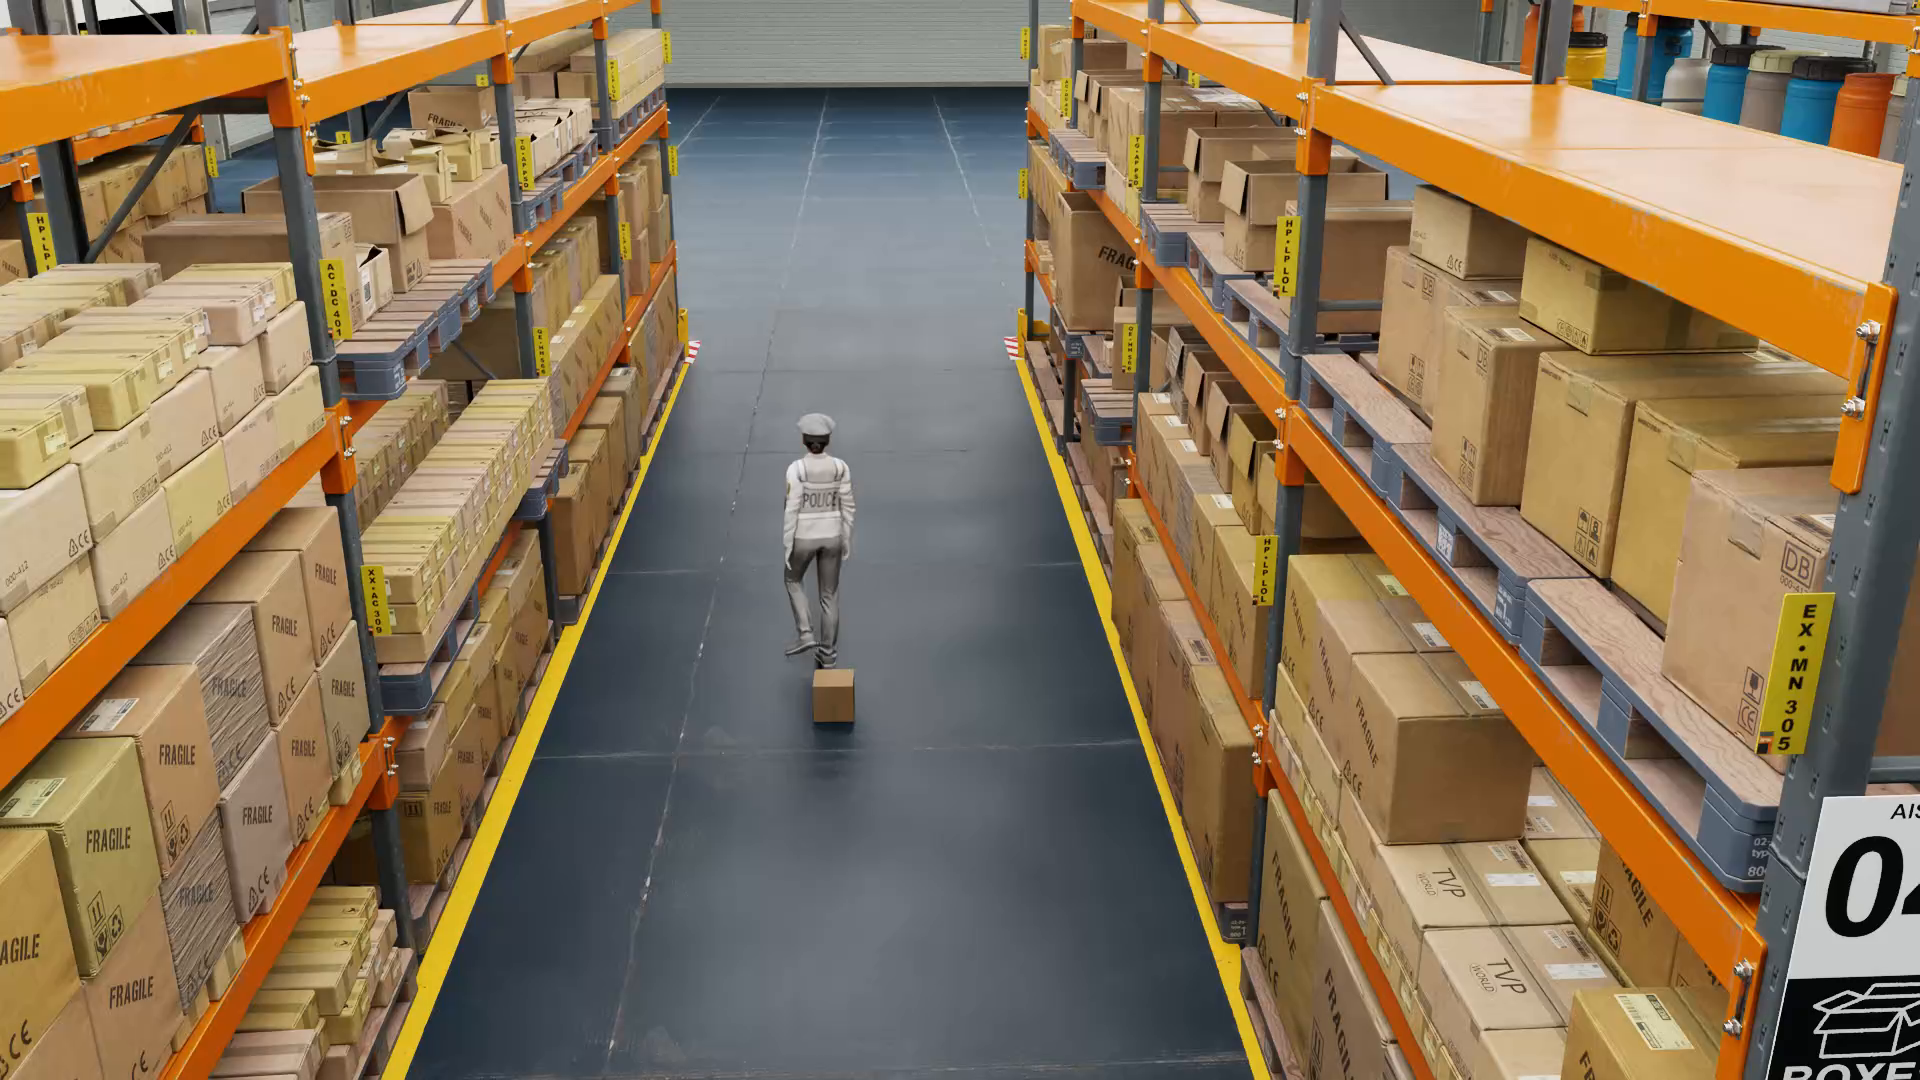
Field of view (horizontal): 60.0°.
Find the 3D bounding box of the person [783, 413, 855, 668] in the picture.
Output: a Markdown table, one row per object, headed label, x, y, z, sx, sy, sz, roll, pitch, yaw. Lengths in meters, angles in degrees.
| label | x | y | z | sx | sy | sz | roll | pitch | yaw |
| --- | --- | --- | --- | --- | --- | --- | --- | --- | --- |
| person | -0.933 | 0.008 | 10.979 | 0.513 | 1.660 | 0.483 | -7 | 22 | -17 |
